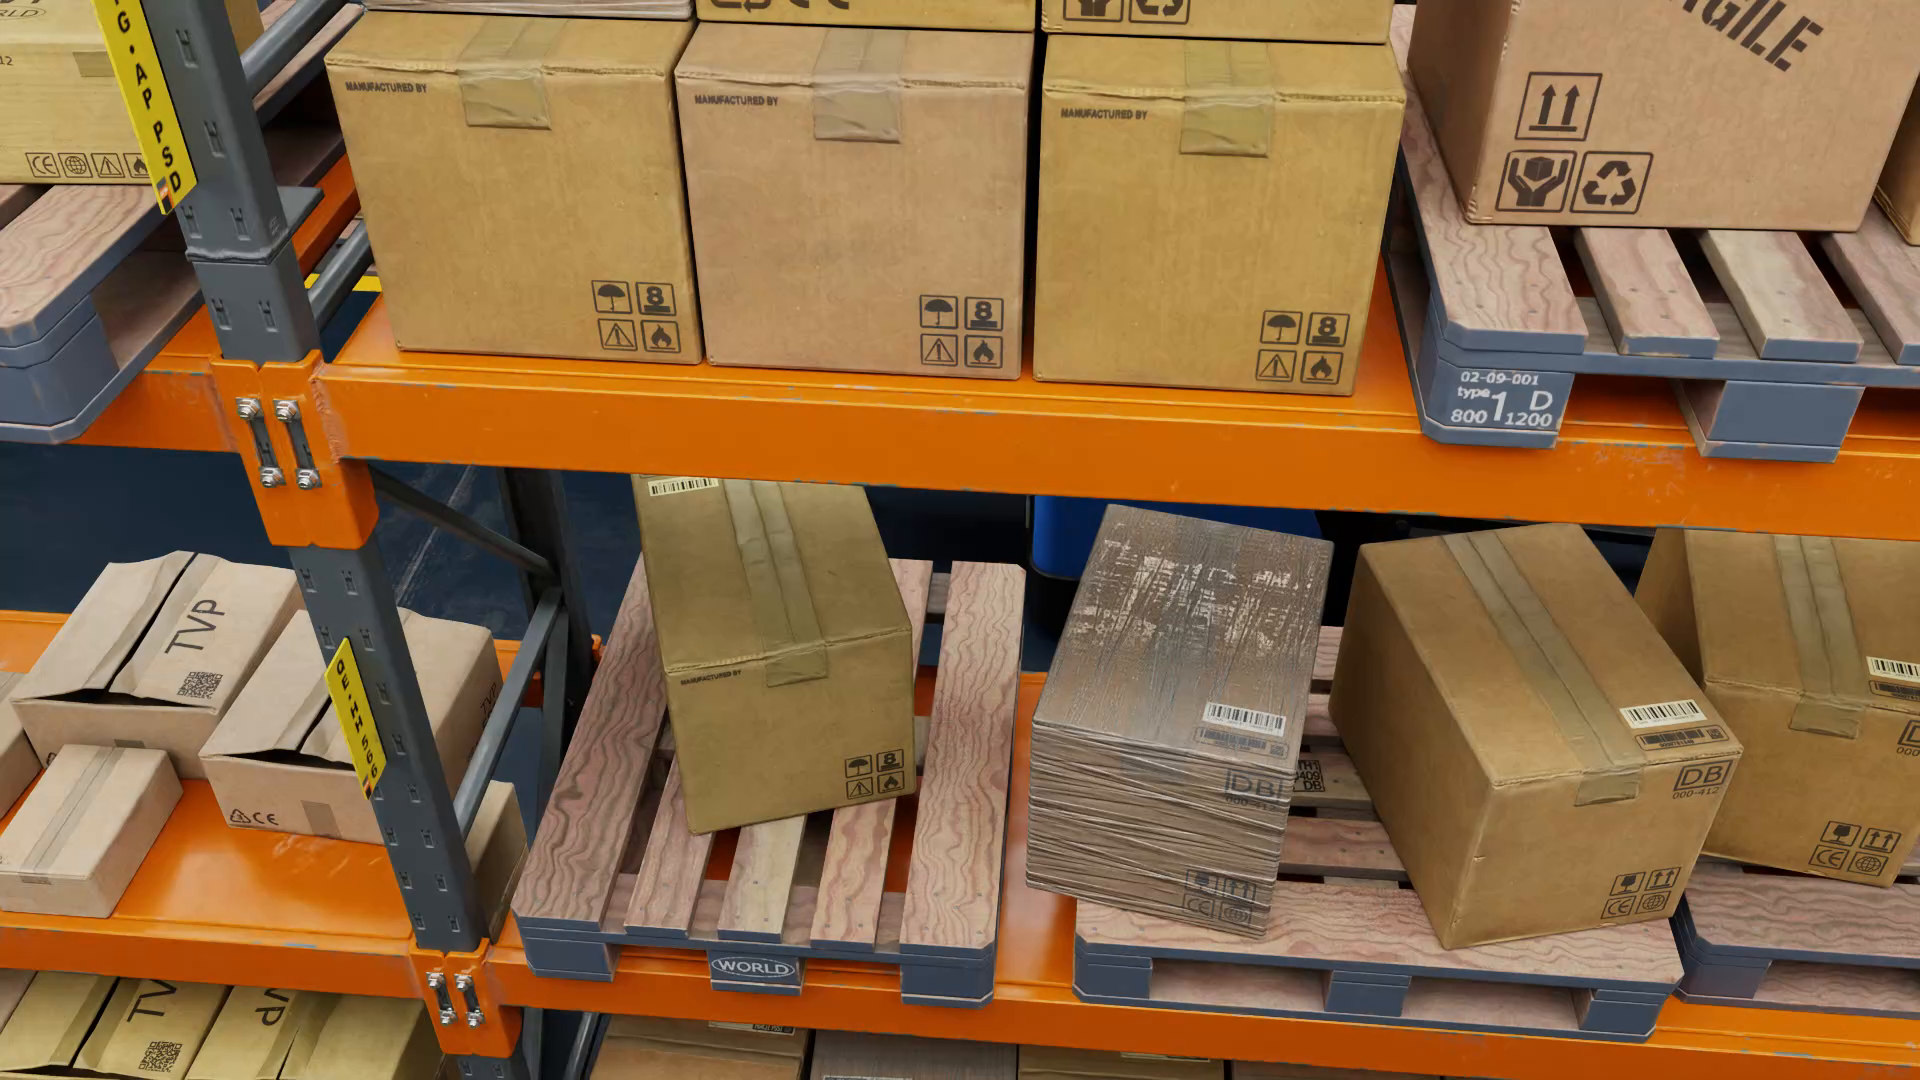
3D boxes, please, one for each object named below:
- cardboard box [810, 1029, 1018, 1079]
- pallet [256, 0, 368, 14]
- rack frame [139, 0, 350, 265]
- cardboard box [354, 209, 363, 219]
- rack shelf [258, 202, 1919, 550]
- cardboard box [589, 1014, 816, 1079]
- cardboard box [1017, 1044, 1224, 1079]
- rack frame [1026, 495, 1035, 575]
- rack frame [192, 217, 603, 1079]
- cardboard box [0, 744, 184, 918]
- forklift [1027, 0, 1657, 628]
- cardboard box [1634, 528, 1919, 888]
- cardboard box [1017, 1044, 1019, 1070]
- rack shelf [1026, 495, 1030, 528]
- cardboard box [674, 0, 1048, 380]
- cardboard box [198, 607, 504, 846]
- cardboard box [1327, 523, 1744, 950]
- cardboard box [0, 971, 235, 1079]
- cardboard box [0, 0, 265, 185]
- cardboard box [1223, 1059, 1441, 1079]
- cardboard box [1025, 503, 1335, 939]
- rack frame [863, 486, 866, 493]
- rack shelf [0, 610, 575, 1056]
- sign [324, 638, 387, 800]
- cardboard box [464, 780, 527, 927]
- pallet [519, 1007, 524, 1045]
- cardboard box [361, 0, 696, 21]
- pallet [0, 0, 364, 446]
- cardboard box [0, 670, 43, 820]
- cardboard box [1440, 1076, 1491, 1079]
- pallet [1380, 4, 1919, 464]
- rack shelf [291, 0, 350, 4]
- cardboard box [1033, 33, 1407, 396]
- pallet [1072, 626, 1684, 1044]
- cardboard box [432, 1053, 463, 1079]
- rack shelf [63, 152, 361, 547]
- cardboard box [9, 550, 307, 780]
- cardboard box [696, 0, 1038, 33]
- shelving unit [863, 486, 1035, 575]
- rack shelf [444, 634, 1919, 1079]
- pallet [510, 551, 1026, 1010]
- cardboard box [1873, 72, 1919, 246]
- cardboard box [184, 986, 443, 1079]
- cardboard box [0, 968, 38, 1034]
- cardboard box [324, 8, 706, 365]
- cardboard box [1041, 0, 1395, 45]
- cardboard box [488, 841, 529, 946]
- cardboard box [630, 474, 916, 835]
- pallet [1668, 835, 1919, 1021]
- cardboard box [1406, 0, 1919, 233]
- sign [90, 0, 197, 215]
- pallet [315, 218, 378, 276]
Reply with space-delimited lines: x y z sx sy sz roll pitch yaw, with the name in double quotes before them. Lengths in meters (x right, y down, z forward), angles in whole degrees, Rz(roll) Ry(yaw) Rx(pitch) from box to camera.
"cardboard box" -0.111 1.460 4.212 0.500 0.500 0.500 2 39 2
"pallet" -2.614 -2.692 7.833 1.213 0.211 1.003 3 39 4
"rack frame" -1.061 -1.895 1.950 0.127 3.000 1.000 3 39 4
"cardboard box" -2.864 -2.024 8.492 0.500 0.500 0.700 4 39 4
"rack shelf" 0.931 -0.344 2.990 4.000 0.370 1.077 3 39 4
"cardboard box" -0.633 1.435 4.243 0.500 0.500 0.500 5 39 6
"cardboard box" 0.389 1.490 4.175 0.500 0.500 0.500 3 39 3
"rack frame" 0.299 -0.569 6.261 0.023 1.500 0.400 5 39 6
"rack frame" -1.061 0.431 3.844 0.127 3.000 1.000 3 39 4
"cardboard box" -1.981 0.654 3.770 0.250 0.149 0.380 3 39 4
"forklift" 1.825 -0.913 5.550 3.031 2.935 1.130 7 40 8
"cardboard box" 1.780 0.284 3.614 0.500 0.500 0.700 9 40 11
"cardboard box" 0.406 1.162 4.578 0.500 0.500 0.500 2 39 2
"rack shelf" -0.064 -0.345 6.502 0.720 0.370 0.431 5 39 6
"cardboard box" -0.116 -0.740 2.828 0.500 0.500 0.910 3 39 4
"cardboard box" -1.420 0.419 3.930 0.500 0.311 0.500 5 39 7
"cardboard box" 1.158 0.390 3.483 0.500 0.500 0.700 -6 40 -8
"cardboard box" -2.123 1.220 4.277 0.500 0.311 0.500 3 39 3
"cardboard box" -1.518 -0.826 2.799 0.500 0.250 0.500 0 39 1
"cardboard box" 0.909 1.515 4.144 0.500 0.500 0.500 2 39 2
"cardboard box" 0.470 0.363 3.516 0.500 0.500 0.700 10 40 12
"rack frame" -0.427 -0.627 6.332 0.023 1.500 0.400 5 39 6
"rack shelf" -3.054 0.601 4.205 4.000 0.370 1.077 3 39 4
"sign" -1.106 0.332 3.049 0.005 0.325 0.100 3 39 4
"cardboard box" -1.558 0.904 4.664 0.500 0.311 0.500 4 39 5
"pallet" -1.878 1.444 4.809 1.213 0.211 1.003 3 39 4
"cardboard box" -0.627 -1.131 2.516 0.500 0.500 0.500 3 39 4
"pallet" -1.745 -0.639 2.933 1.003 0.211 1.213 5 39 6
"cardboard box" -2.337 0.495 3.965 0.250 0.149 0.380 6 40 7
"cardboard box" 1.416 1.542 4.111 0.500 0.500 0.500 4 39 4
"pallet" 1.246 -0.575 2.853 1.003 0.211 1.213 3 39 4
"rack shelf" -2.630 -2.514 8.033 4.000 0.370 1.077 3 39 4
"cardboard box" 0.402 -0.712 2.793 0.500 0.500 0.910 3 39 4
"pallet" 0.876 0.609 3.778 1.213 0.211 1.003 3 39 4
"cardboard box" -1.607 1.460 4.426 0.500 0.250 0.500 4 39 5
"rack shelf" -3.054 -0.562 3.258 4.000 0.370 1.077 3 39 4
"cardboard box" -1.936 0.295 4.081 0.500 0.311 0.500 3 39 3
"cardboard box" -0.119 -1.103 2.482 0.500 0.500 0.500 3 39 4
"shelving unit" -0.064 -0.598 6.297 0.755 1.500 0.431 5 39 6
"rack shelf" 0.931 0.819 3.937 4.000 0.370 1.077 3 39 4
"pallet" -0.380 0.499 3.913 1.003 0.211 1.213 3 39 4
"cardboard box" 1.760 -0.850 2.551 0.600 0.600 0.600 3 39 3
"cardboard box" -1.605 1.244 4.247 0.500 0.311 0.500 4 39 5
"cardboard box" -2.626 1.190 4.313 0.500 0.311 0.500 3 39 4
"cardboard box" -0.624 -0.768 2.862 0.500 0.500 0.910 3 39 4
"cardboard box" 0.389 -1.075 2.447 0.500 0.500 0.500 3 39 4
"cardboard box" -1.558 1.122 4.841 0.500 0.250 0.500 3 39 4
"cardboard box" -0.424 0.193 3.725 0.500 0.500 0.700 -9 40 -11
"pallet" 2.137 0.612 3.775 1.213 0.211 1.003 3 39 4
"cardboard box" 1.099 -0.899 2.611 0.600 0.600 0.600 2 39 2
"sign" -1.118 -0.615 2.280 0.005 0.325 0.100 3 39 4
"pallet" -2.628 -1.714 8.689 1.213 0.211 1.003 3 39 4
